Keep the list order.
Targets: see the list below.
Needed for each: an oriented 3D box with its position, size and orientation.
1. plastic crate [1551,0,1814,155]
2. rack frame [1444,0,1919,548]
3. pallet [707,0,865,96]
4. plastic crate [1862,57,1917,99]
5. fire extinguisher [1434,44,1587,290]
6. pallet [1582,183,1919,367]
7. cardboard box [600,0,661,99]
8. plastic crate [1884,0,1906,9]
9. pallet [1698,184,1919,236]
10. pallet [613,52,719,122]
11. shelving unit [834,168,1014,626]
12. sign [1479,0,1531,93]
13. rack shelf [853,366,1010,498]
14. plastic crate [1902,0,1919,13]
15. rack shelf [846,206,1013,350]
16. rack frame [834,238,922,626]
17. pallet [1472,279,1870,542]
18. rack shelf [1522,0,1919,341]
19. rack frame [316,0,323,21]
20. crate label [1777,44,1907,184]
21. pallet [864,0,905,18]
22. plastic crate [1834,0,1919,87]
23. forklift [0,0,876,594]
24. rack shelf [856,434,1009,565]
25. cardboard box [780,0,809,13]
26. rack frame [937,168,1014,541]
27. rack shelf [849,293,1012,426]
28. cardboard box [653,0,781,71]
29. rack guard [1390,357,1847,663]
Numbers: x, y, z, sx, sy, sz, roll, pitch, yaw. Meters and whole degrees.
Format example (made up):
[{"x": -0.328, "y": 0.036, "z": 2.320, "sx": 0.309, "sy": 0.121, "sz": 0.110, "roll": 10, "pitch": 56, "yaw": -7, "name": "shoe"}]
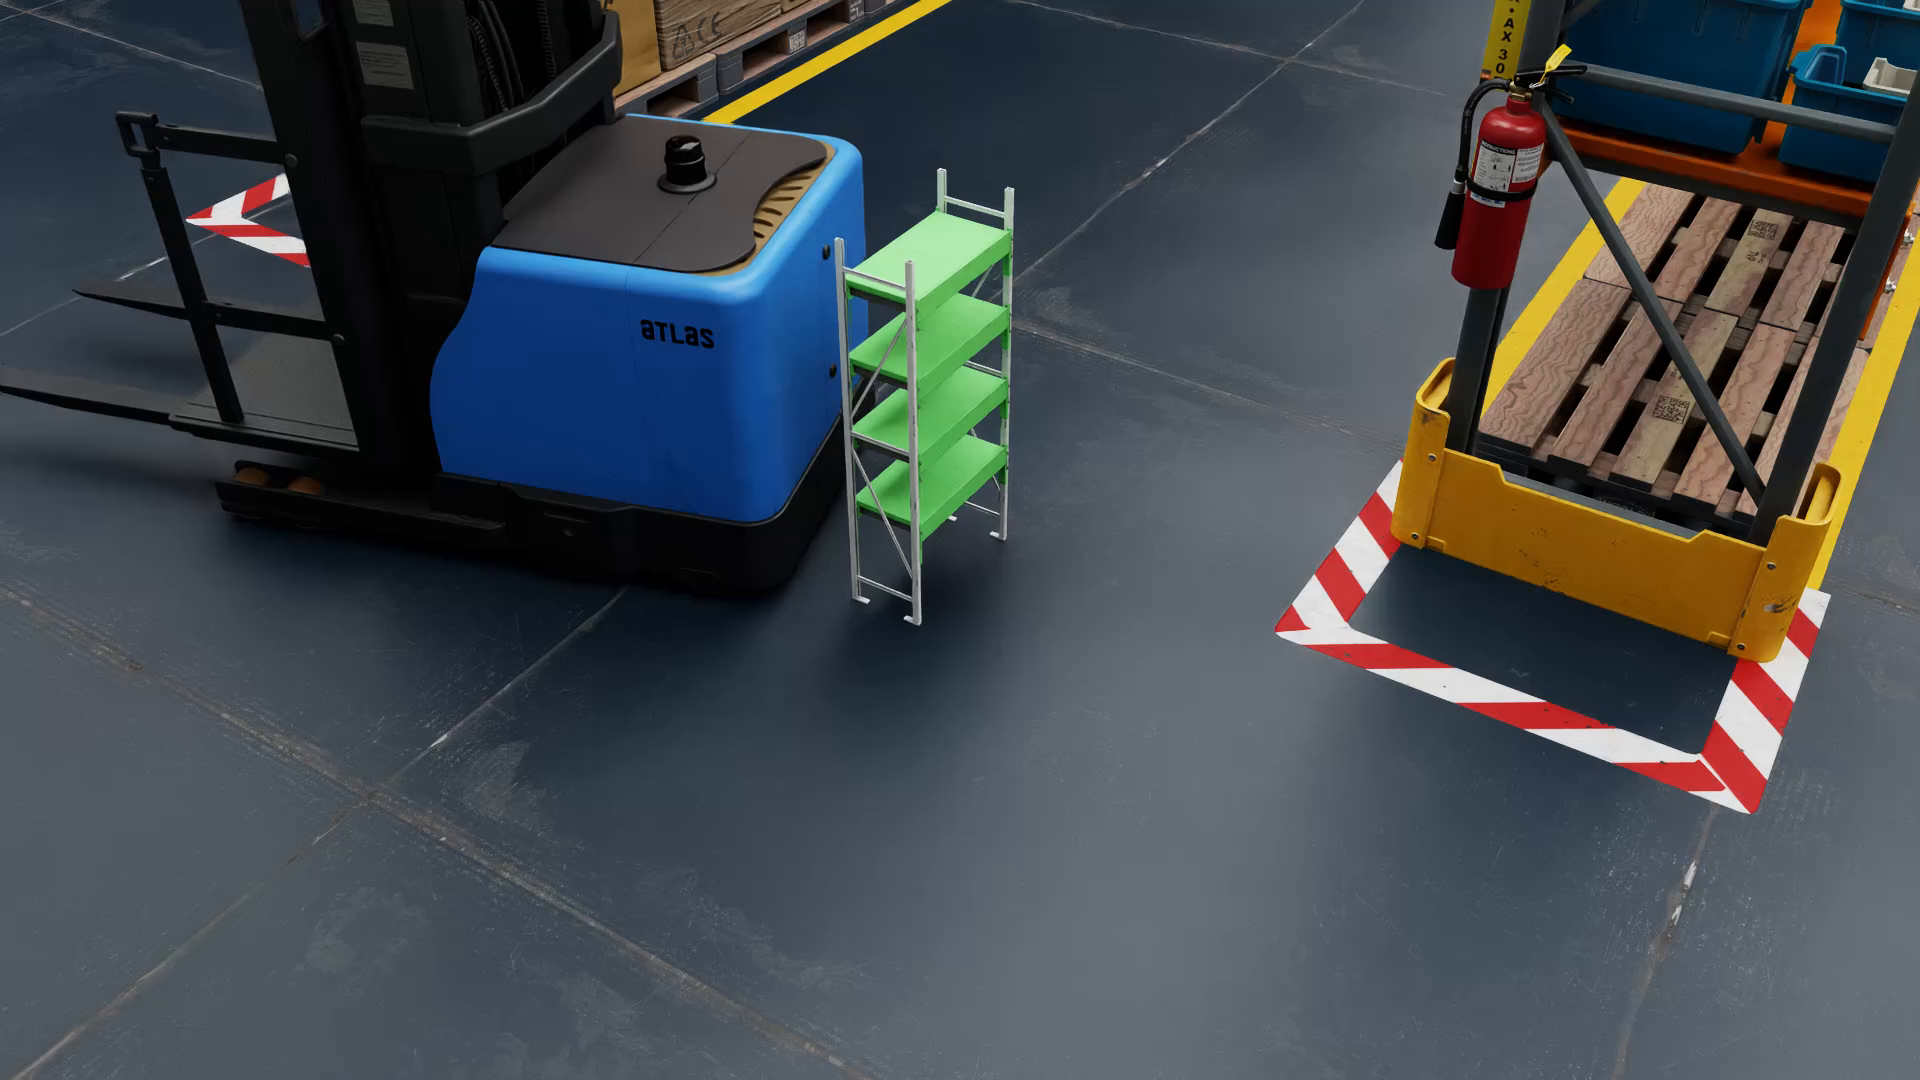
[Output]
[{"x": 1.951, "y": -1.386, "z": 4.513, "sx": 0.616, "sy": 0.435, "sz": 0.499, "roll": 21, "pitch": 42, "yaw": 25, "name": "plastic crate"}, {"x": 1.930, "y": -1.114, "z": 4.239, "sx": 1.000, "sy": 3.000, "sz": 0.127, "roll": 21, "pitch": 42, "yaw": 25, "name": "rack frame"}, {"x": -1.236, "y": -2.694, "z": 8.572, "sx": 1.003, "sy": 0.211, "sz": 1.213, "roll": 21, "pitch": 42, "yaw": 25, "name": "pallet"}, {"x": 2.582, "y": -1.191, "z": 4.506, "sx": 0.250, "sy": 0.136, "sz": 0.298, "roll": 21, "pitch": 42, "yaw": 25, "name": "plastic crate"}, {"x": 1.465, "y": -1.007, "z": 4.468, "sx": 0.296, "sy": 0.674, "sz": 0.183, "roll": 21, "pitch": 42, "yaw": 25, "name": "fire extinguisher"}, {"x": 3.059, "y": -1.049, "z": 6.438, "sx": 1.003, "sy": 0.211, "sz": 1.213, "roll": 21, "pitch": 42, "yaw": 25, "name": "pallet"}, {"x": -1.977, "y": -2.415, "z": 7.323, "sx": 0.875, "sy": 0.875, "sz": 0.875, "roll": 21, "pitch": 42, "yaw": 25, "name": "cardboard box"}, {"x": 3.045, "y": -1.770, "z": 5.177, "sx": 0.416, "sy": 0.233, "sz": 0.300, "roll": 21, "pitch": 42, "yaw": 25, "name": "plastic crate"}, {"x": 3.712, "y": -1.680, "z": 7.257, "sx": 1.003, "sy": 0.211, "sz": 1.213, "roll": 21, "pitch": 42, "yaw": 25, "name": "pallet"}, {"x": -1.890, "y": -2.068, "z": 7.759, "sx": 1.003, "sy": 0.211, "sz": 1.213, "roll": 21, "pitch": 42, "yaw": 25, "name": "pallet"}, {"x": -0.089, "y": -0.390, "z": 4.773, "sx": 0.258, "sy": 1.200, "sz": 0.503, "roll": 21, "pitch": 42, "yaw": 25, "name": "shelving unit"}, {"x": 1.457, "y": -1.350, "z": 4.411, "sx": 0.100, "sy": 0.325, "sz": 0.005, "roll": 21, "pitch": 42, "yaw": 25, "name": "sign"}, {"x": -0.089, "y": -0.339, "z": 4.812, "sx": 0.258, "sy": 0.148, "sz": 0.480, "roll": 21, "pitch": 42, "yaw": 25, "name": "rack shelf"}, {"x": 2.945, "y": -1.541, "z": 4.959, "sx": 0.250, "sy": 0.136, "sz": 0.298, "roll": 21, "pitch": 42, "yaw": 25, "name": "plastic crate"}, {"x": -0.089, "y": -0.719, "z": 4.519, "sx": 0.258, "sy": 0.148, "sz": 0.480, "roll": 21, "pitch": 42, "yaw": 25, "name": "rack shelf"}, {"x": -0.219, "y": -0.264, "z": 4.610, "sx": 0.240, "sy": 1.200, "sz": 0.015, "roll": 21, "pitch": 42, "yaw": 25, "name": "rack frame"}, {"x": 2.404, "y": -0.422, "z": 5.625, "sx": 1.003, "sy": 0.211, "sz": 1.213, "roll": 21, "pitch": 42, "yaw": 25, "name": "pallet"}, {"x": 3.001, "y": -1.860, "z": 5.796, "sx": 1.077, "sy": 0.370, "sz": 4.000, "roll": 21, "pitch": 42, "yaw": 25, "name": "rack shelf"}, {"x": -2.252, "y": -2.734, "z": 6.340, "sx": 1.000, "sy": 3.000, "sz": 0.127, "roll": 21, "pitch": 42, "yaw": 25, "name": "rack frame"}, {"x": 2.340, "y": -1.091, "z": 4.297, "sx": 0.416, "sy": 0.233, "sz": 0.303, "roll": 21, "pitch": 42, "yaw": 25, "name": "crate label"}, {"x": -0.583, "y": -3.326, "z": 9.391, "sx": 1.003, "sy": 0.211, "sz": 1.213, "roll": 21, "pitch": 42, "yaw": 25, "name": "pallet"}, {"x": 2.693, "y": -1.431, "z": 4.737, "sx": 0.416, "sy": 0.233, "sz": 0.300, "roll": 21, "pitch": 42, "yaw": 25, "name": "plastic crate"}, {"x": -1.860, "y": -1.494, "z": 4.788, "sx": 3.031, "sy": 2.935, "sz": 1.130, "roll": 10, "pitch": 39, "yaw": 12, "name": "forklift"}, {"x": -0.089, "y": -0.149, "z": 4.959, "sx": 0.258, "sy": 0.148, "sz": 0.480, "roll": 21, "pitch": 42, "yaw": 25, "name": "rack shelf"}, {"x": -1.013, "y": -3.343, "z": 8.526, "sx": 0.875, "sy": 0.875, "sz": 0.875, "roll": 21, "pitch": 42, "yaw": 25, "name": "cardboard box"}, {"x": 0.042, "y": -0.516, "z": 4.936, "sx": 0.240, "sy": 1.200, "sz": 0.015, "roll": 21, "pitch": 42, "yaw": 25, "name": "rack frame"}, {"x": -0.089, "y": -0.529, "z": 4.665, "sx": 0.258, "sy": 0.148, "sz": 0.480, "roll": 21, "pitch": 42, "yaw": 25, "name": "rack shelf"}, {"x": -1.490, "y": -2.884, "z": 7.931, "sx": 0.875, "sy": 0.875, "sz": 0.875, "roll": 21, "pitch": 42, "yaw": 25, "name": "cardboard box"}, {"x": 1.928, "y": -0.108, "z": 4.980, "sx": 1.175, "sy": 0.500, "sz": 0.348, "roll": 21, "pitch": 42, "yaw": 25, "name": "rack guard"}]
